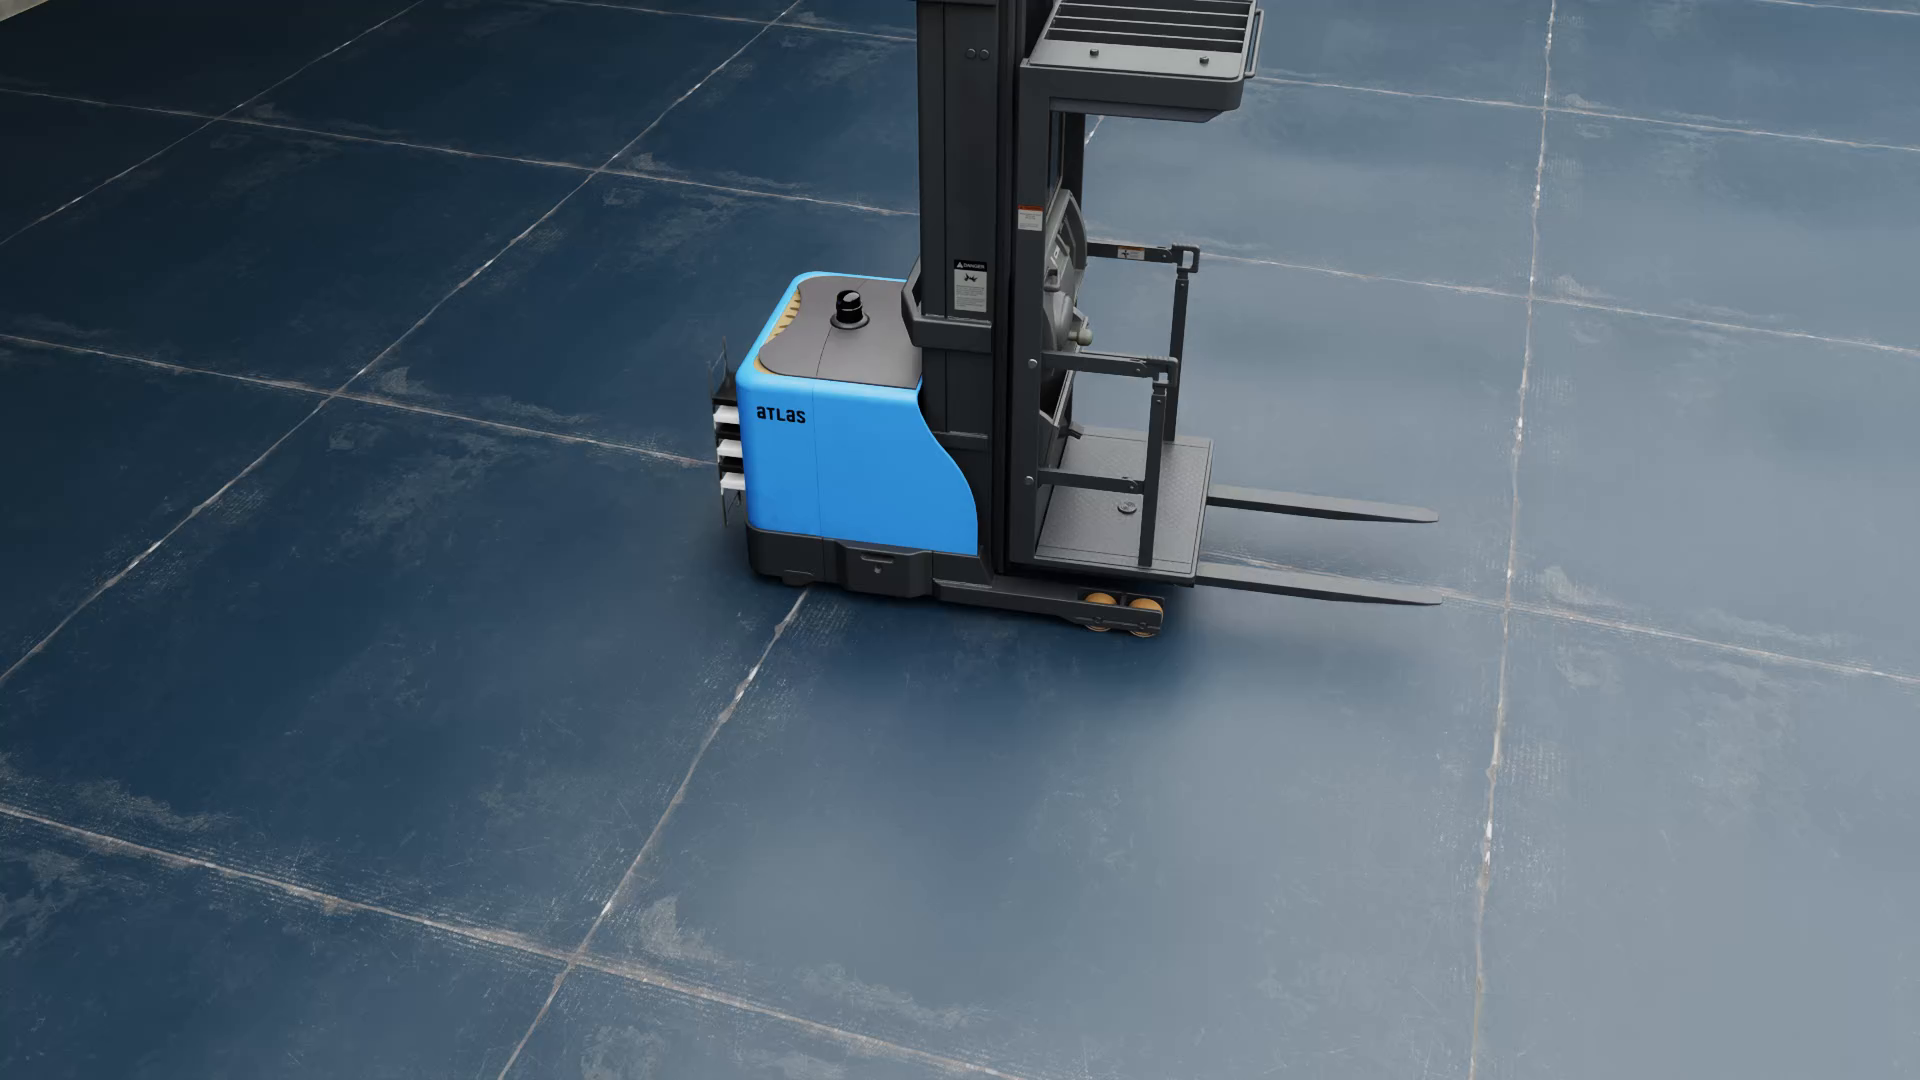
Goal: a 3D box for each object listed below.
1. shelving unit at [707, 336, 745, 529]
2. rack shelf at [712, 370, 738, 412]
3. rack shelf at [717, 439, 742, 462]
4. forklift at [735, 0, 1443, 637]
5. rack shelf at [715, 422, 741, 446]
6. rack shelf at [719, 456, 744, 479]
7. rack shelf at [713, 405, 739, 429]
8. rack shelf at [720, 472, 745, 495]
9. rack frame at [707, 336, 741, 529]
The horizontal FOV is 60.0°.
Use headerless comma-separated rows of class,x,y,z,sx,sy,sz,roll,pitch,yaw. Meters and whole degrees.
shelving unit,-0.981,-0.472,7.632,0.210,0.900,0.258,7,37,9
rack shelf,-0.981,-0.663,7.492,0.200,0.077,0.258,7,37,9
rack shelf,-0.981,-0.445,7.652,0.200,0.077,0.258,7,37,9
forklift,0.618,-1.106,6.780,3.031,2.935,1.130,7,37,9
rack shelf,-0.981,-0.518,7.599,0.200,0.077,0.258,7,37,9
rack shelf,-0.981,-0.373,7.705,0.200,0.077,0.258,7,37,9
rack shelf,-0.981,-0.590,7.545,0.200,0.077,0.258,7,37,9
rack shelf,-0.981,-0.300,7.759,0.200,0.077,0.258,7,37,9
rack frame,-1.081,-0.484,7.649,0.006,0.900,0.240,7,37,9
